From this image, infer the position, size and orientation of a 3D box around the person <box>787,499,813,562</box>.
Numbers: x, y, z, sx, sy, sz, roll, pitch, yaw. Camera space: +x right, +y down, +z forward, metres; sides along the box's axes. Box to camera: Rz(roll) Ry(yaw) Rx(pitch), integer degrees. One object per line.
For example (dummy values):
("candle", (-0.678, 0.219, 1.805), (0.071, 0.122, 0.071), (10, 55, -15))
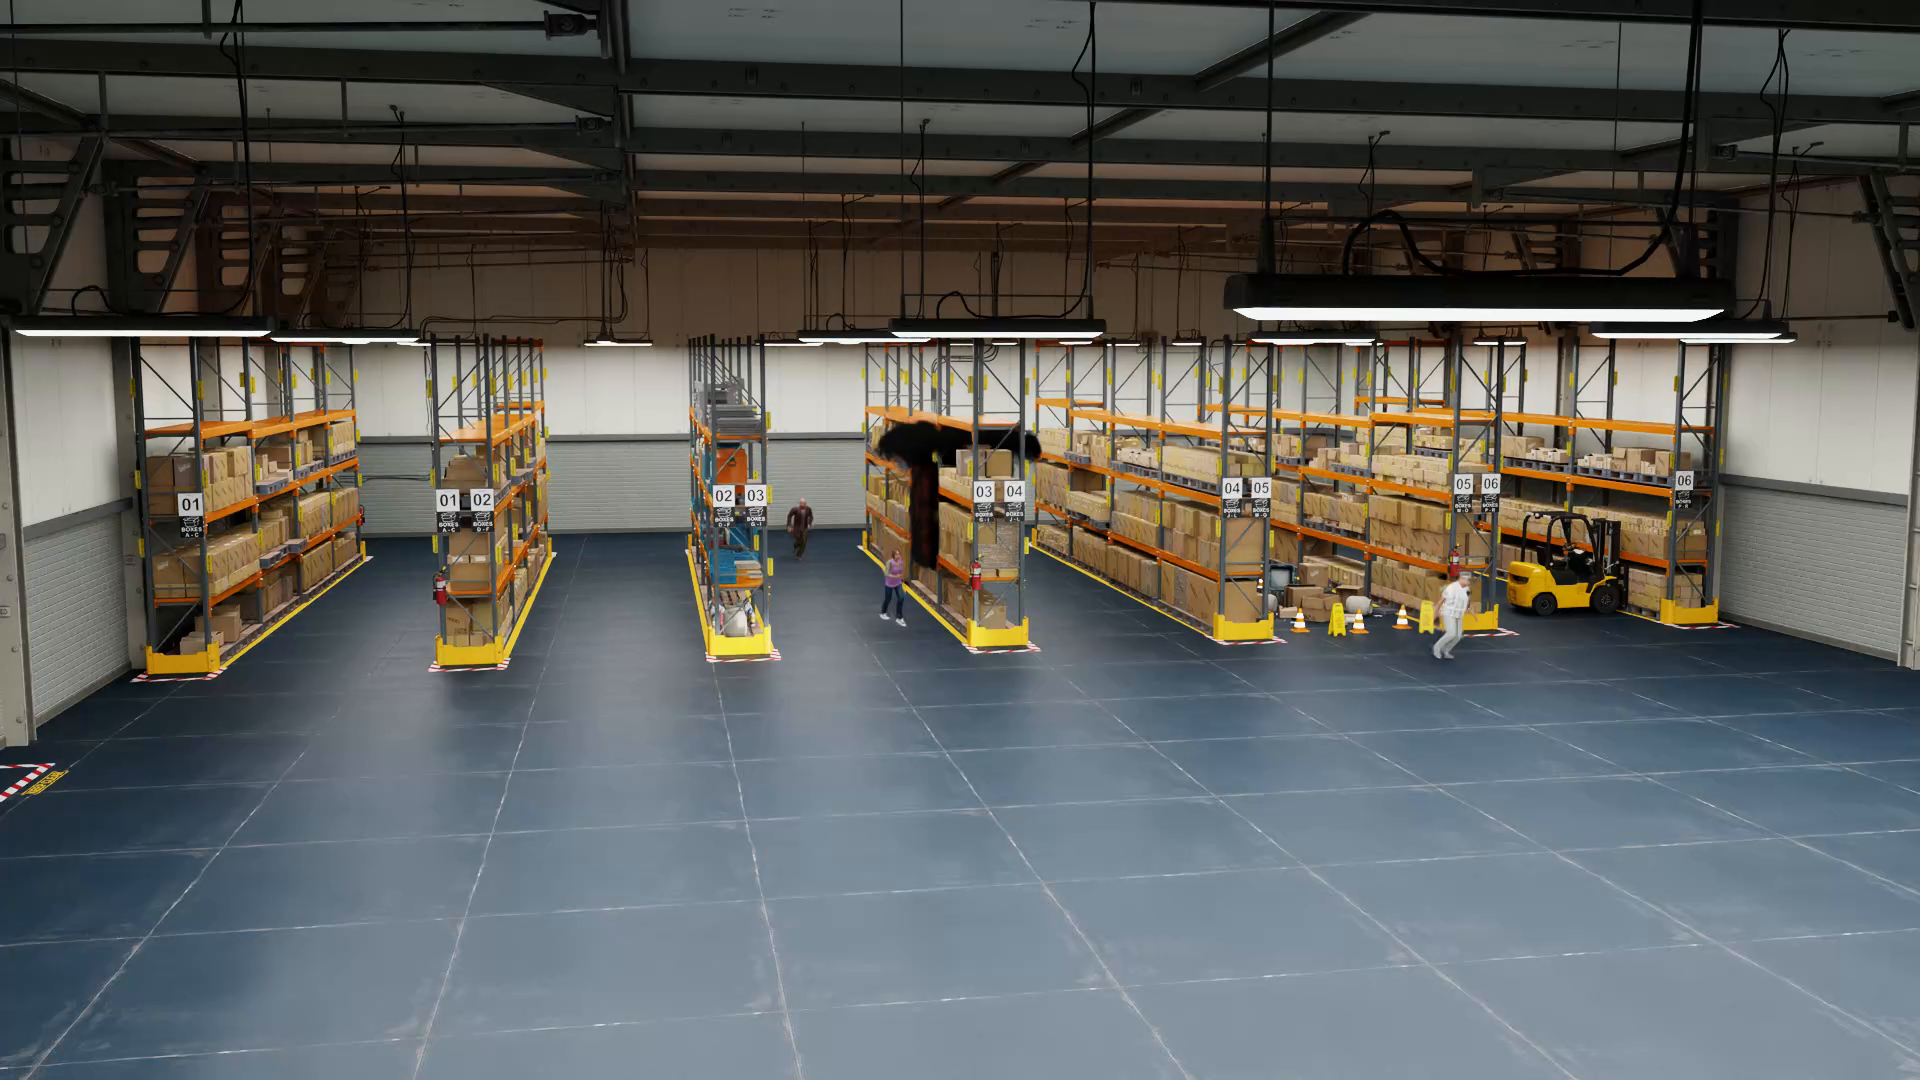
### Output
("person", (-4.342, -0.286, 45.114), (0.713, 1.711, 0.709), (-3, 7, -27))

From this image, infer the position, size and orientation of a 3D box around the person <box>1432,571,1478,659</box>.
("person", (9.122, 1.383, 30.633), (0.648, 1.659, 0.662), (-4, 8, -32))

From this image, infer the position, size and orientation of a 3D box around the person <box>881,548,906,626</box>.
("person", (-1.354, 0.928, 33.699), (0.534, 1.566, 0.906), (-3, 7, -27))
